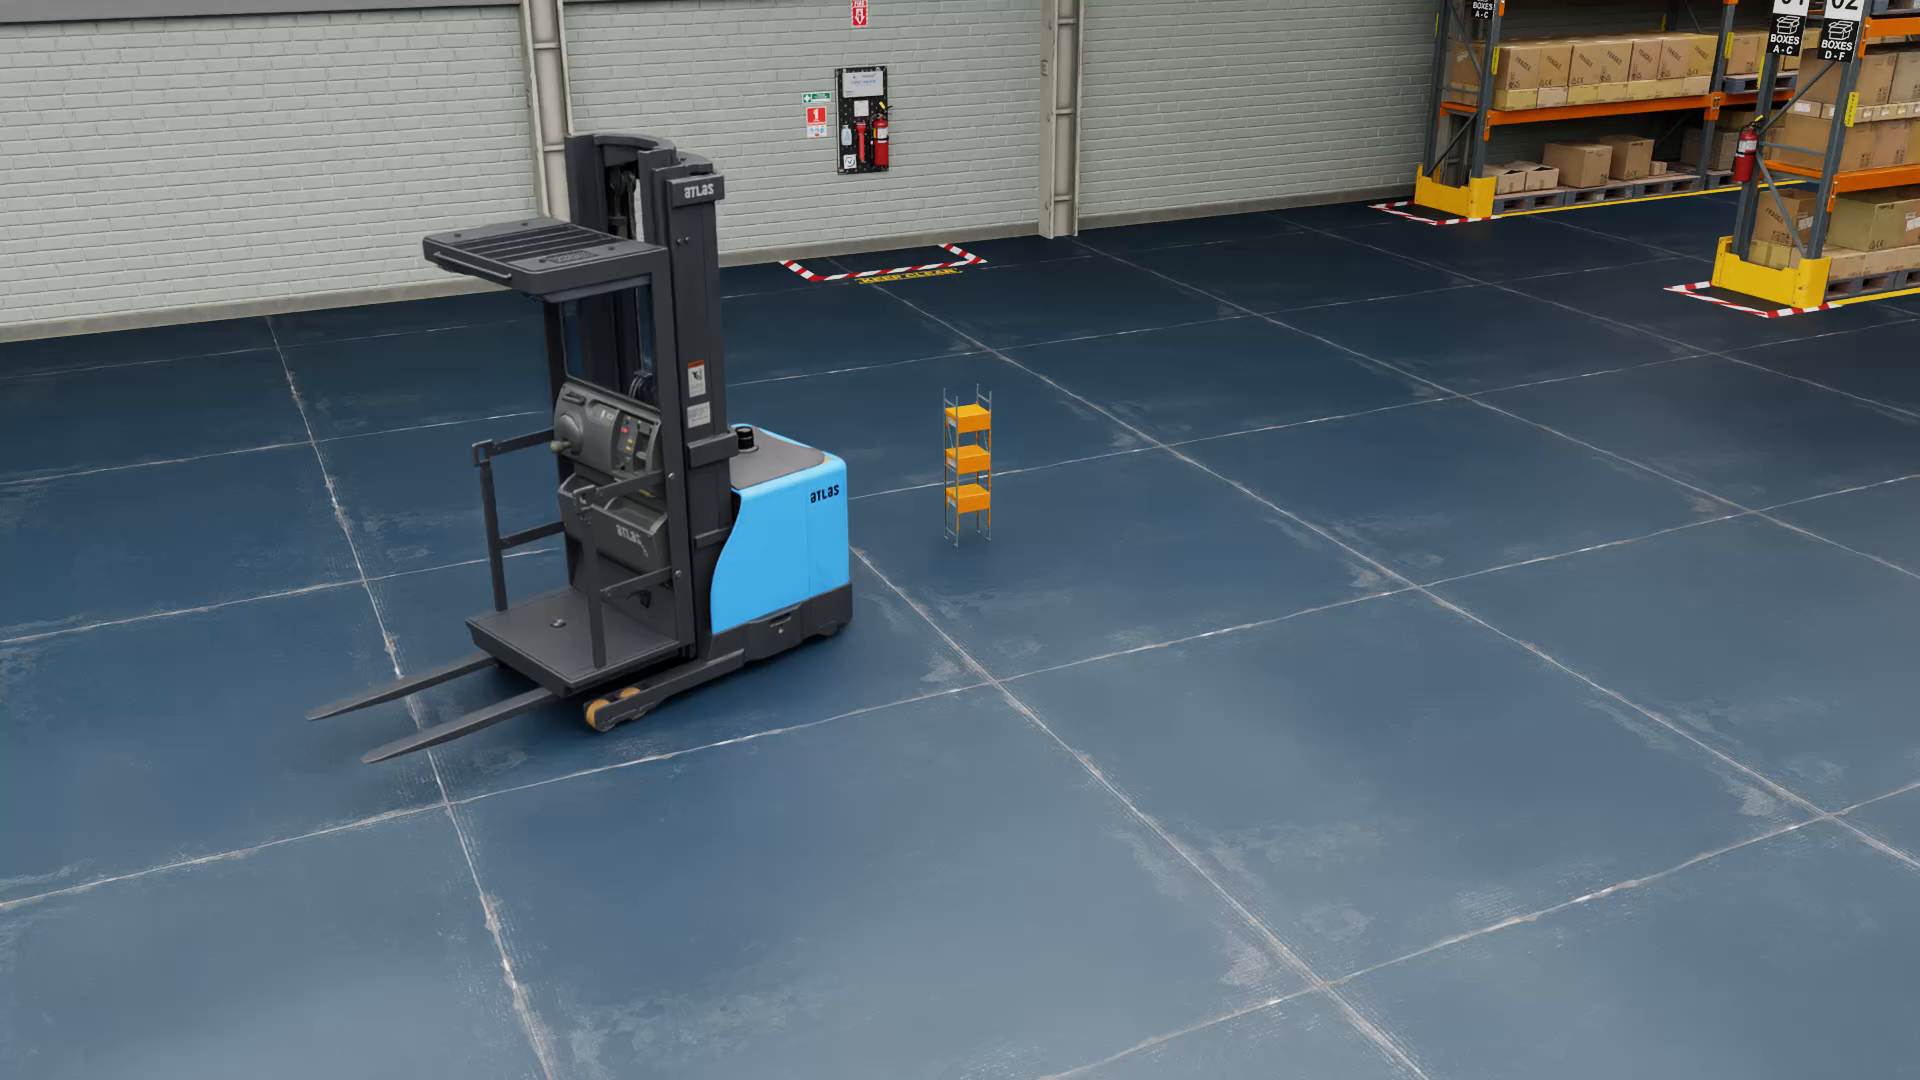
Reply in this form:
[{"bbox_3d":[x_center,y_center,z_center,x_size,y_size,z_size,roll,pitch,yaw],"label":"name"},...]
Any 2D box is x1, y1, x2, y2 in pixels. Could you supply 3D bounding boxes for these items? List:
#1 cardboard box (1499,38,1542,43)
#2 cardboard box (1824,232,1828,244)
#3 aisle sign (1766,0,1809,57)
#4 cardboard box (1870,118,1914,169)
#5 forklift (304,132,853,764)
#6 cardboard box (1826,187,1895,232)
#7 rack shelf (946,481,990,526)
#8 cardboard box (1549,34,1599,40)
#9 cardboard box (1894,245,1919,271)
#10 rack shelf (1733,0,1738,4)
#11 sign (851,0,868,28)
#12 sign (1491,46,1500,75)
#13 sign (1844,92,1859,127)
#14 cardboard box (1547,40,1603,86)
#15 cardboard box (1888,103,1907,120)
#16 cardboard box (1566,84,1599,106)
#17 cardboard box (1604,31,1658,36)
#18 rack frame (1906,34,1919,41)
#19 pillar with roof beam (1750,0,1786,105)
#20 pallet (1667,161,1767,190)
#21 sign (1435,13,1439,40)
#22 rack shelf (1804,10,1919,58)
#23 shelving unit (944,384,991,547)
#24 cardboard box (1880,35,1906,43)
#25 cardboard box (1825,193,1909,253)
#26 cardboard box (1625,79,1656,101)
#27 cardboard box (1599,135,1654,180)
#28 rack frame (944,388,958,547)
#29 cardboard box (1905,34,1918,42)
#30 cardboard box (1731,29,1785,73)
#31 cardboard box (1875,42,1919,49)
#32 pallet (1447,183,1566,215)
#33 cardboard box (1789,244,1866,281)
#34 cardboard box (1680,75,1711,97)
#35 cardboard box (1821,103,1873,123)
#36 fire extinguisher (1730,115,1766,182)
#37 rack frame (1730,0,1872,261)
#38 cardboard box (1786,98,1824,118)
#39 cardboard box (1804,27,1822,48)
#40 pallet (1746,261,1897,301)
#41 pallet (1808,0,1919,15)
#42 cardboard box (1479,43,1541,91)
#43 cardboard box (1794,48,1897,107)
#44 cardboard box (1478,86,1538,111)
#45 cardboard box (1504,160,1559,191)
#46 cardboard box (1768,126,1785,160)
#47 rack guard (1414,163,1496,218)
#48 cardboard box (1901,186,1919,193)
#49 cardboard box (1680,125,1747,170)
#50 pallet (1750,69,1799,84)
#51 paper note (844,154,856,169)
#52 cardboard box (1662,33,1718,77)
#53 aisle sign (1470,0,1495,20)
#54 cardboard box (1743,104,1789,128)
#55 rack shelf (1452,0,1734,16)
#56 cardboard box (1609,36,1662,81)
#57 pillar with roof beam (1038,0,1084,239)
[{"bbox_3d":[7.129,-6.196,21.486,0.500,0.500,0.500,-10,25,-23],"label":"cardboard box"},{"bbox_3d":[9.291,-3.173,18.039,0.500,0.250,0.500,-10,25,-24],"label":"cardboard box"},{"bbox_3d":[8.304,-5.263,16.643,0.004,0.787,0.394,-10,25,-24],"label":"aisle sign"},{"bbox_3d":[9.387,-4.179,17.294,0.500,0.500,0.700,-10,24,-22],"label":"cardboard box"},{"bbox_3d":[-2.042,-0.564,8.780,3.031,2.935,1.130,-21,30,-41],"label":"forklift"},{"bbox_3d":[9.739,-3.604,18.100,0.500,0.500,0.500,-10,25,-24],"label":"cardboard box"},{"bbox_3d":[0.048,-0.227,11.181,0.240,0.259,0.215,-10,25,-24],"label":"rack shelf"},{"bbox_3d":[8.046,-6.367,21.898,0.500,0.500,0.500,-10,25,-23],"label":"cardboard box"},{"bbox_3d":[9.969,-3.074,17.801,0.500,0.250,0.500,-10,25,-24],"label":"cardboard box"},{"bbox_3d":[11.745,-7.727,23.013,4.000,0.370,1.077,-10,25,-24],"label":"rack shelf"},{"bbox_3d":[-1.106,-5.804,18.319,0.199,0.298,0.001,-10,25,-24],"label":"sign"},{"bbox_3d":[6.574,-5.891,20.428,0.005,0.325,0.100,-10,25,-24],"label":"sign"},{"bbox_3d":[8.725,-4.216,16.277,0.005,0.325,0.100,-10,25,-24],"label":"sign"},{"bbox_3d":[7.817,-6.102,21.259,0.500,0.500,0.500,-11,25,-25],"label":"cardboard box"},{"bbox_3d":[9.399,-4.394,16.964,0.250,0.149,0.380,-10,25,-23],"label":"cardboard box"},{"bbox_3d":[7.839,-5.763,21.420,0.500,0.250,0.500,-11,25,-24],"label":"cardboard box"},{"bbox_3d":[8.961,-6.537,22.311,0.500,0.500,0.500,-11,25,-24],"label":"cardboard box"},{"bbox_3d":[13.547,-7.005,24.251,0.127,3.000,1.000,-10,25,-24],"label":"rack frame"},{"bbox_3d":[13.867,-8.376,19.719,0.400,9.000,9.100,-10,25,-24],"label":"pillar with roof beam"},{"bbox_3d":[10.643,-5.183,23.494,1.213,0.211,1.003,-10,25,-24],"label":"pallet"},{"bbox_3d":[6.116,-6.554,21.233,0.005,0.325,0.100,-10,25,-24],"label":"sign"},{"bbox_3d":[10.292,-5.357,17.288,4.000,0.370,1.077,-10,25,-24],"label":"rack shelf"},{"bbox_3d":[0.048,-0.494,11.071,0.252,1.050,0.215,-10,25,-24],"label":"shelving unit"},{"bbox_3d":[13.128,-7.173,23.951,0.500,0.500,0.700,-14,26,-30],"label":"cardboard box"},{"bbox_3d":[9.520,-3.337,17.456,0.500,0.500,0.500,-10,25,-24],"label":"cardboard box"},{"bbox_3d":[8.748,-5.930,21.823,0.500,0.250,0.500,-11,25,-24],"label":"cardboard box"},{"bbox_3d":[9.025,-5.204,22.593,0.500,0.500,0.500,-12,26,-28],"label":"cardboard box"},{"bbox_3d":[-0.062,-0.474,11.022,0.008,1.050,0.200,-10,25,-24],"label":"rack frame"},{"bbox_3d":[14.095,-7.190,24.153,0.500,0.500,0.500,-10,24,-22],"label":"cardboard box"},{"bbox_3d":[10.923,-6.754,22.938,0.500,0.500,0.700,-8,24,-18],"label":"cardboard box"},{"bbox_3d":[9.889,-4.872,17.271,0.500,0.500,0.700,-10,25,-23],"label":"cardboard box"},{"bbox_3d":[7.154,-4.525,21.905,1.213,0.211,1.003,-10,25,-24],"label":"pallet"},{"bbox_3d":[9.070,-2.907,17.398,0.500,0.250,0.500,-10,25,-24],"label":"cardboard box"},{"bbox_3d":[9.647,-6.098,22.231,0.500,0.250,0.500,-10,25,-23],"label":"cardboard box"},{"bbox_3d":[8.937,-4.308,16.757,0.250,0.149,0.380,-11,25,-24],"label":"cardboard box"},{"bbox_3d":[8.182,-4.076,17.276,0.183,0.674,0.296,-10,25,-24],"label":"fire extinguisher"},{"bbox_3d":[8.490,-3.971,16.922,0.127,3.000,1.000,-10,25,-24],"label":"rack frame"},{"bbox_3d":[8.752,-4.446,17.091,0.250,0.149,0.380,-11,25,-25],"label":"cardboard box"},{"bbox_3d":[12.015,-6.959,23.433,0.500,0.500,0.700,-10,25,-24],"label":"cardboard box"},{"bbox_3d":[9.161,-2.824,17.797,1.213,0.211,1.003,-10,25,-24],"label":"pallet"},{"bbox_3d":[9.138,-5.425,16.627,1.213,0.211,1.003,-10,25,-24],"label":"pallet"},{"bbox_3d":[6.899,-5.940,20.868,0.500,0.500,0.500,-10,25,-24],"label":"cardboard box"},{"bbox_3d":[8.964,-4.699,16.853,0.500,0.500,0.700,-10,25,-23],"label":"cardboard box"},{"bbox_3d":[6.916,-5.589,21.001,0.500,0.250,0.500,-11,25,-25],"label":"cardboard box"},{"bbox_3d":[7.514,-4.817,21.906,0.500,0.311,0.500,-8,24,-19],"label":"cardboard box"},{"bbox_3d":[11.520,-5.691,23.770,0.500,0.500,0.700,-10,25,-23],"label":"cardboard box"},{"bbox_3d":[6.407,-4.536,21.554,0.348,0.500,1.175,-10,25,-24],"label":"rack guard"},{"bbox_3d":[10.423,-3.502,17.853,0.500,0.500,0.500,-10,25,-24],"label":"cardboard box"},{"bbox_3d":[10.599,-5.518,23.351,0.500,0.500,0.700,-10,24,-22],"label":"cardboard box"},{"bbox_3d":[11.781,-6.574,23.460,1.213,0.211,1.003,-10,25,-24],"label":"pallet"},{"bbox_3d":[-1.245,-4.288,18.838,0.142,0.148,0.016,-10,25,-24],"label":"paper note"},{"bbox_3d":[9.651,-6.443,22.082,0.500,0.500,0.500,-10,25,-24],"label":"cardboard box"},{"bbox_3d":[6.404,-6.764,20.269,0.004,0.787,0.394,-10,25,-24],"label":"aisle sign"},{"bbox_3d":[11.461,-6.026,23.598,0.500,0.250,0.500,-11,25,-25],"label":"cardboard box"},{"bbox_3d":[8.140,-7.063,21.410,4.000,0.370,1.077,-10,25,-24],"label":"rack shelf"},{"bbox_3d":[8.745,-6.278,21.685,0.500,0.500,0.500,-11,25,-25],"label":"cardboard box"},{"bbox_3d":[3.055,-6.385,14.910,0.400,9.000,9.100,-10,25,-24],"label":"pillar with roof beam"}]
